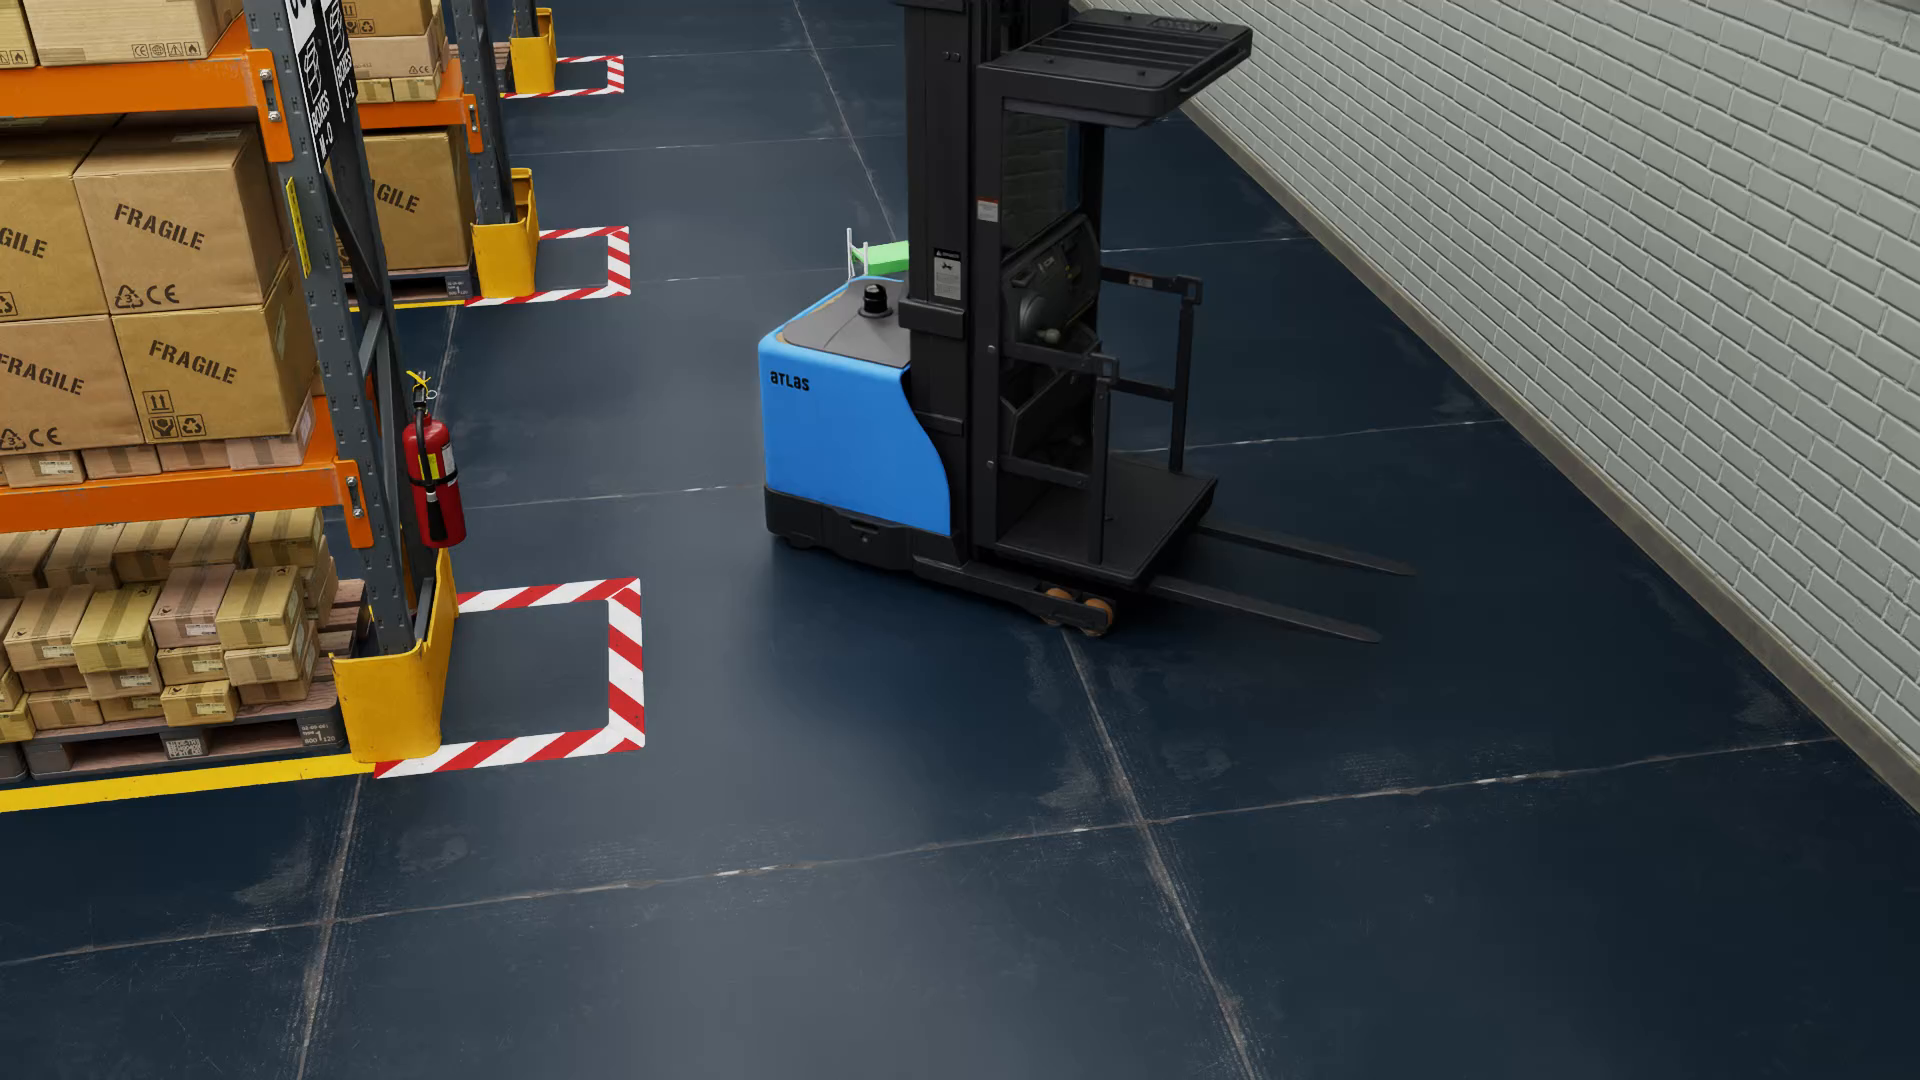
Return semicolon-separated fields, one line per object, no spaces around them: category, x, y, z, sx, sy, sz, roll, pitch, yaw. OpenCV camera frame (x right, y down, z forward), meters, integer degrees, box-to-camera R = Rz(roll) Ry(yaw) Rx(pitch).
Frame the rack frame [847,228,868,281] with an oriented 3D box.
rack frame;-0.528;-1.047;8.846;0.015;1.200;0.240;-14;33;-22

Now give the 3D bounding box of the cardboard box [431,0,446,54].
cardboard box;-3.633;-3.335;10.817;0.500;0.250;0.500;-6;31;-10

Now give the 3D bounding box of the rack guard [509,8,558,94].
rack guard;-3.983;-4.581;15.548;0.348;0.500;1.175;-5;31;-9

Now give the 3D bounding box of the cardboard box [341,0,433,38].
cardboard box;-3.545;-3.392;10.174;0.500;0.500;0.500;-5;31;-8

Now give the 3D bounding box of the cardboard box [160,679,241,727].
cardboard box;-3.034;0.575;6.710;0.250;0.149;0.380;-4;31;-7

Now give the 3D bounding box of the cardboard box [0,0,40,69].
cardboard box;-3.219;-1.703;5.376;0.500;0.250;0.500;-5;31;-9

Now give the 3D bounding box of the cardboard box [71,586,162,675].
cardboard box;-3.283;0.349;6.509;0.250;0.149;0.380;-6;31;-10

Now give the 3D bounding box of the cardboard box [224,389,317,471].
cardboard box;-2.588;-0.420;6.252;0.250;0.149;0.380;-5;31;-9

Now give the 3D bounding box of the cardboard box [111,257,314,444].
cardboard box;-2.714;-0.700;6.090;0.500;0.500;0.500;-5;31;-8

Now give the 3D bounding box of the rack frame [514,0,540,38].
rack frame;-4.005;-5.650;14.900;0.127;3.000;1.000;-5;31;-9

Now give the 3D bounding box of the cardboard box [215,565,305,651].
cardboard box;-2.794;0.268;6.647;0.250;0.149;0.380;-5;31;-8

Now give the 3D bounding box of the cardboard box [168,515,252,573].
cardboard box;-3.145;0.057;7.006;0.250;0.149;0.380;-5;31;-8

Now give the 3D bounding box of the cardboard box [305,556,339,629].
cardboard box;-2.892;0.238;7.285;0.250;0.149;0.380;-5;31;-8

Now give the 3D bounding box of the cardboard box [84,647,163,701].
cardboard box;-3.297;0.460;6.613;0.250;0.149;0.380;-7;31;-11

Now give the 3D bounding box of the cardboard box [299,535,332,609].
cardboard box;-2.880;0.141;7.156;0.250;0.149;0.380;-4;31;-7

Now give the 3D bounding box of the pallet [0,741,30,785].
pallet;-4.396;0.677;6.891;1.213;0.211;1.003;-5;31;-9

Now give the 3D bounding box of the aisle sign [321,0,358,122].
aisle sign;-2.301;-1.975;6.085;0.004;0.787;0.394;-5;31;-9

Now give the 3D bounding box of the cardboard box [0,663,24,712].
cardboard box;-3.804;0.514;6.522;0.250;0.149;0.380;-5;31;-8

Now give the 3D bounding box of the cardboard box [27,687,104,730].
cardboard box;-3.550;0.586;6.693;0.250;0.149;0.380;-5;31;-8

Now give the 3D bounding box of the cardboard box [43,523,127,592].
cardboard box;-3.645;0.080;6.967;0.250;0.149;0.380;-7;31;-11

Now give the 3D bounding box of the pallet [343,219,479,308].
pallet;-3.885;-1.867;11.216;1.213;0.211;1.003;-5;31;-9

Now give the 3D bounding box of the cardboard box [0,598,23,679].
cardboard box;-3.803;0.393;6.433;0.250;0.149;0.380;-4;31;-7

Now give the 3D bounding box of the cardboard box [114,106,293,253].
cardboard box;-2.808;-1.392;6.280;0.500;0.500;0.500;-5;31;-9

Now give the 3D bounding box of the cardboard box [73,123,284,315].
cardboard box;-2.724;-1.135;5.842;0.500;0.500;0.500;-6;31;-10

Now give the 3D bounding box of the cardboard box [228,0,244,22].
cardboard box;-2.806;-2.013;5.903;0.500;0.250;0.500;-4;31;-7

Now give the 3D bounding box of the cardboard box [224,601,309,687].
cardboard box;-2.786;0.412;6.695;0.250;0.149;0.380;-6;31;-10

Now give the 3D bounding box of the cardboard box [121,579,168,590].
cardboard box;-3.385;0.204;7.048;0.250;0.149;0.380;-5;31;-8

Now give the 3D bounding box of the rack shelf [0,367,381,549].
rack shelf;-4.286;-0.206;6.350;4.000;0.370;1.077;-5;31;-9

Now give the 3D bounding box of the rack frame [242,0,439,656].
rack frame;-2.319;-0.699;6.479;0.127;3.000;1.000;-5;31;-9

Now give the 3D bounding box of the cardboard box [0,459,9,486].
cardboard box;-3.595;-0.341;6.118;0.250;0.149;0.380;-7;31;-11

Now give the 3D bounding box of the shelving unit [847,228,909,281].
shelving unit;-0.308;-1.100;8.938;0.503;1.200;0.258;-14;33;-22

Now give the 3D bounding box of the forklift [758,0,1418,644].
forklift;0.589;-1.137;7.292;3.031;2.935;1.130;15;34;23

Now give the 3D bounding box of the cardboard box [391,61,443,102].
cardboard box;-3.404;-2.876;10.429;0.250;0.149;0.380;-5;31;-8

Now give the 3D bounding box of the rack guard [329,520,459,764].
rack guard;-2.393;0.386;7.100;0.348;0.500;1.175;-5;31;-9

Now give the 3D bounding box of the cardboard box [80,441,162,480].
cardboard box;-3.084;-0.385;6.193;0.250;0.149;0.380;-6;31;-9
